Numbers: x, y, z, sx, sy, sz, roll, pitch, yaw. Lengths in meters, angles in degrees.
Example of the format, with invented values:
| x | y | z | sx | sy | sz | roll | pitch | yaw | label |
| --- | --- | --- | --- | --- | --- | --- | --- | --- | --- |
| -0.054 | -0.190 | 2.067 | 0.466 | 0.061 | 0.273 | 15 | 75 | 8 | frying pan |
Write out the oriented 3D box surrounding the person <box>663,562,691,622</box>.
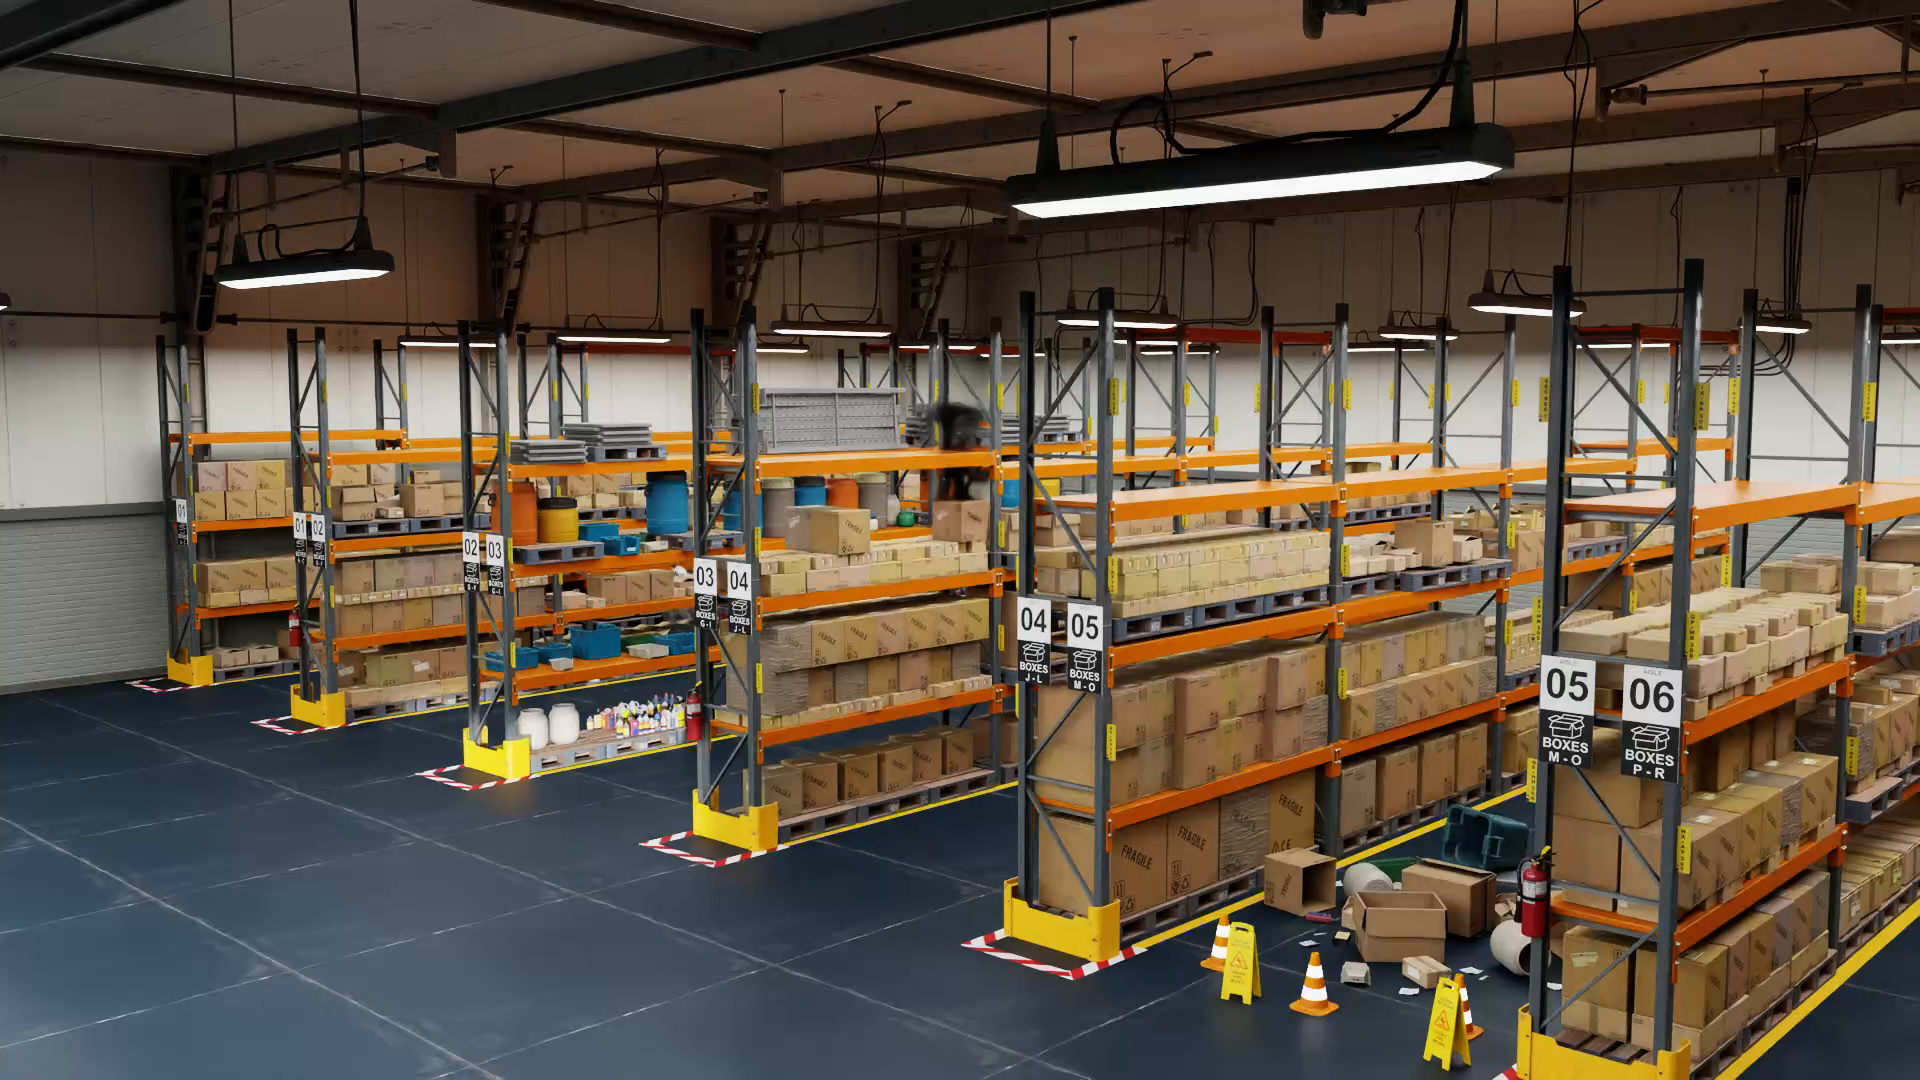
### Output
| x | y | z | sx | sy | sz | roll | pitch | yaw | label |
| --- | --- | --- | --- | --- | --- | --- | --- | --- | --- |
| -5.778 | 1.151 | 34.077 | 0.611 | 1.702 | 0.715 | 5 | 7 | 41 | person |
